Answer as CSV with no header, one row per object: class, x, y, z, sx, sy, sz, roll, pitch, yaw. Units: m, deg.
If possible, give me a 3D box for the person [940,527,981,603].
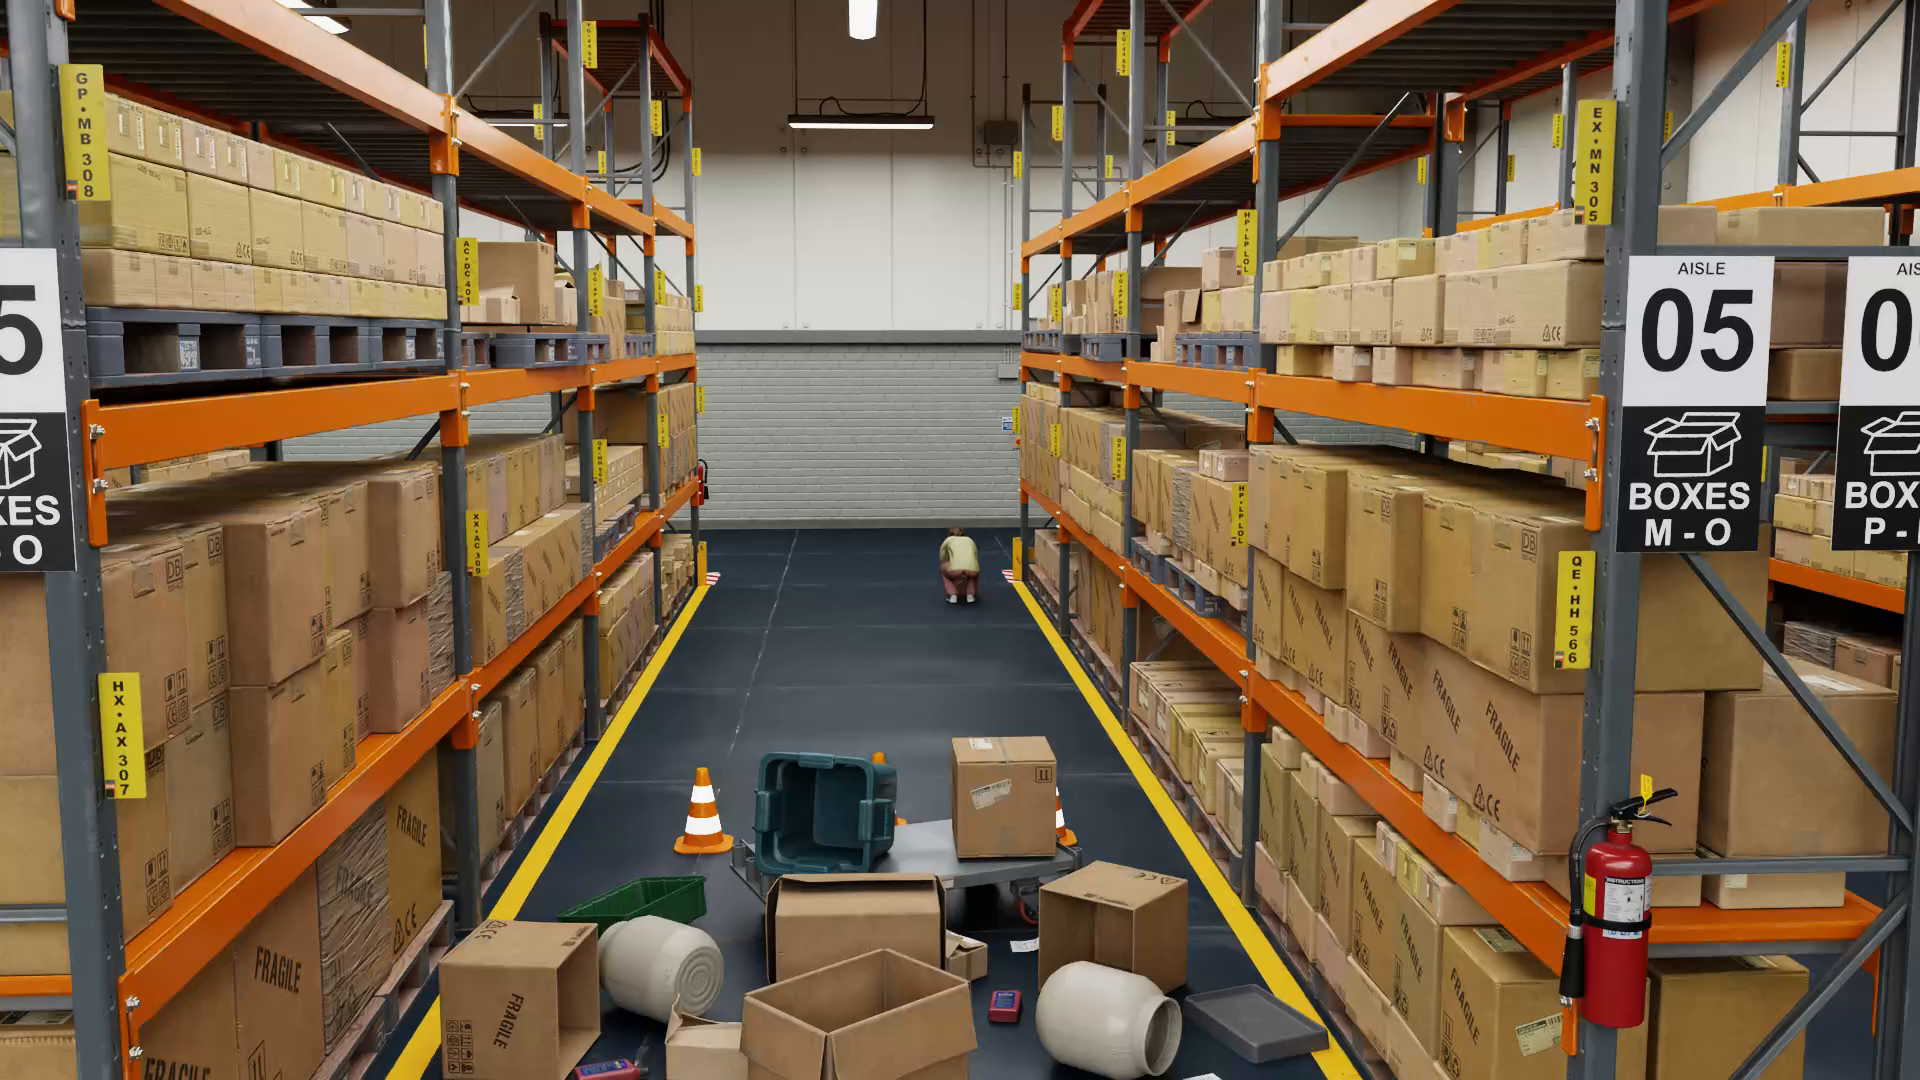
person,0.007,0.287,19.012,0.469,0.807,0.805,0,7,-2
